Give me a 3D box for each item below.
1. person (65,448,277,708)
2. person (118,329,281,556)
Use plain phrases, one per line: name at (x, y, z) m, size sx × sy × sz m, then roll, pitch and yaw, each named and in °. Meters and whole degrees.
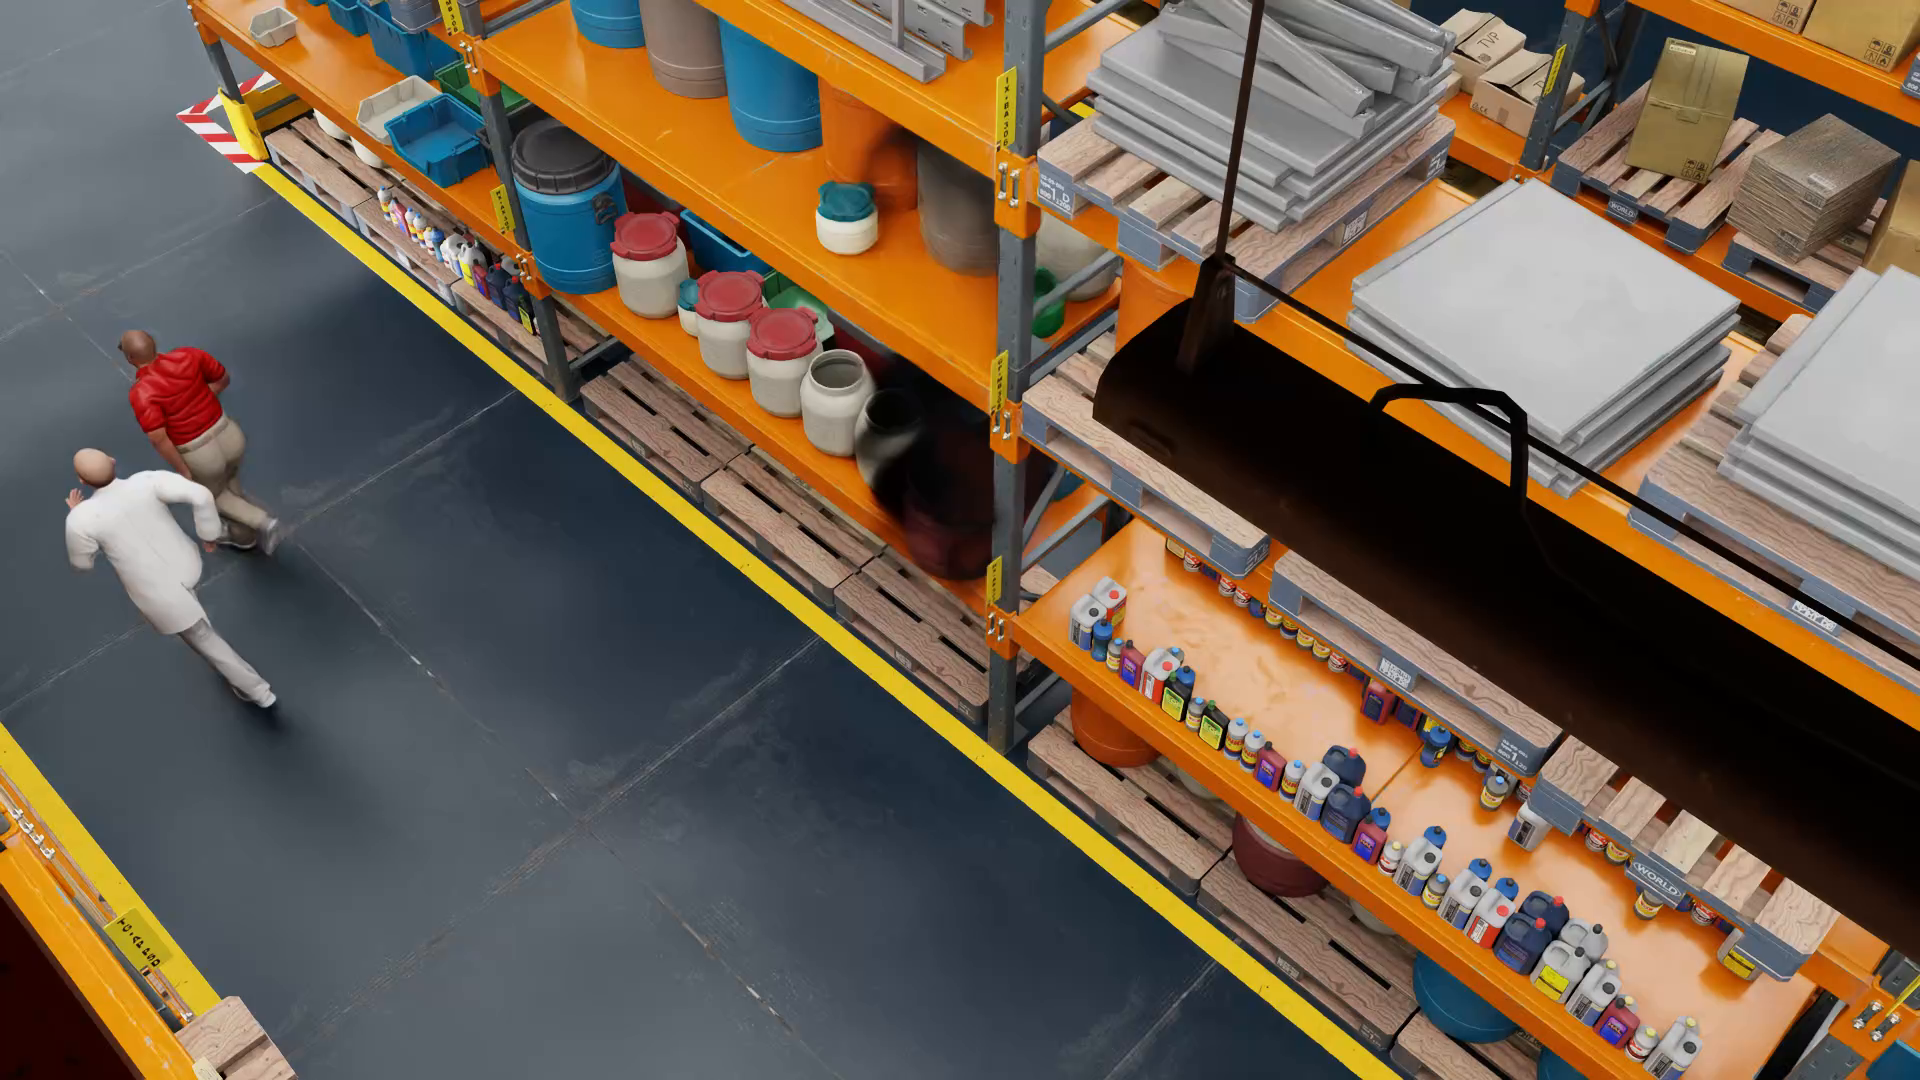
person at (-4.273, 0.233, 9.042) m, size 1.014 × 1.780 × 0.694 m, roll 28°, pitch 55°, yaw 21°
person at (-4.377, -0.520, 9.758) m, size 0.775 × 1.676 × 0.653 m, roll 25°, pitch 54°, yaw 19°
